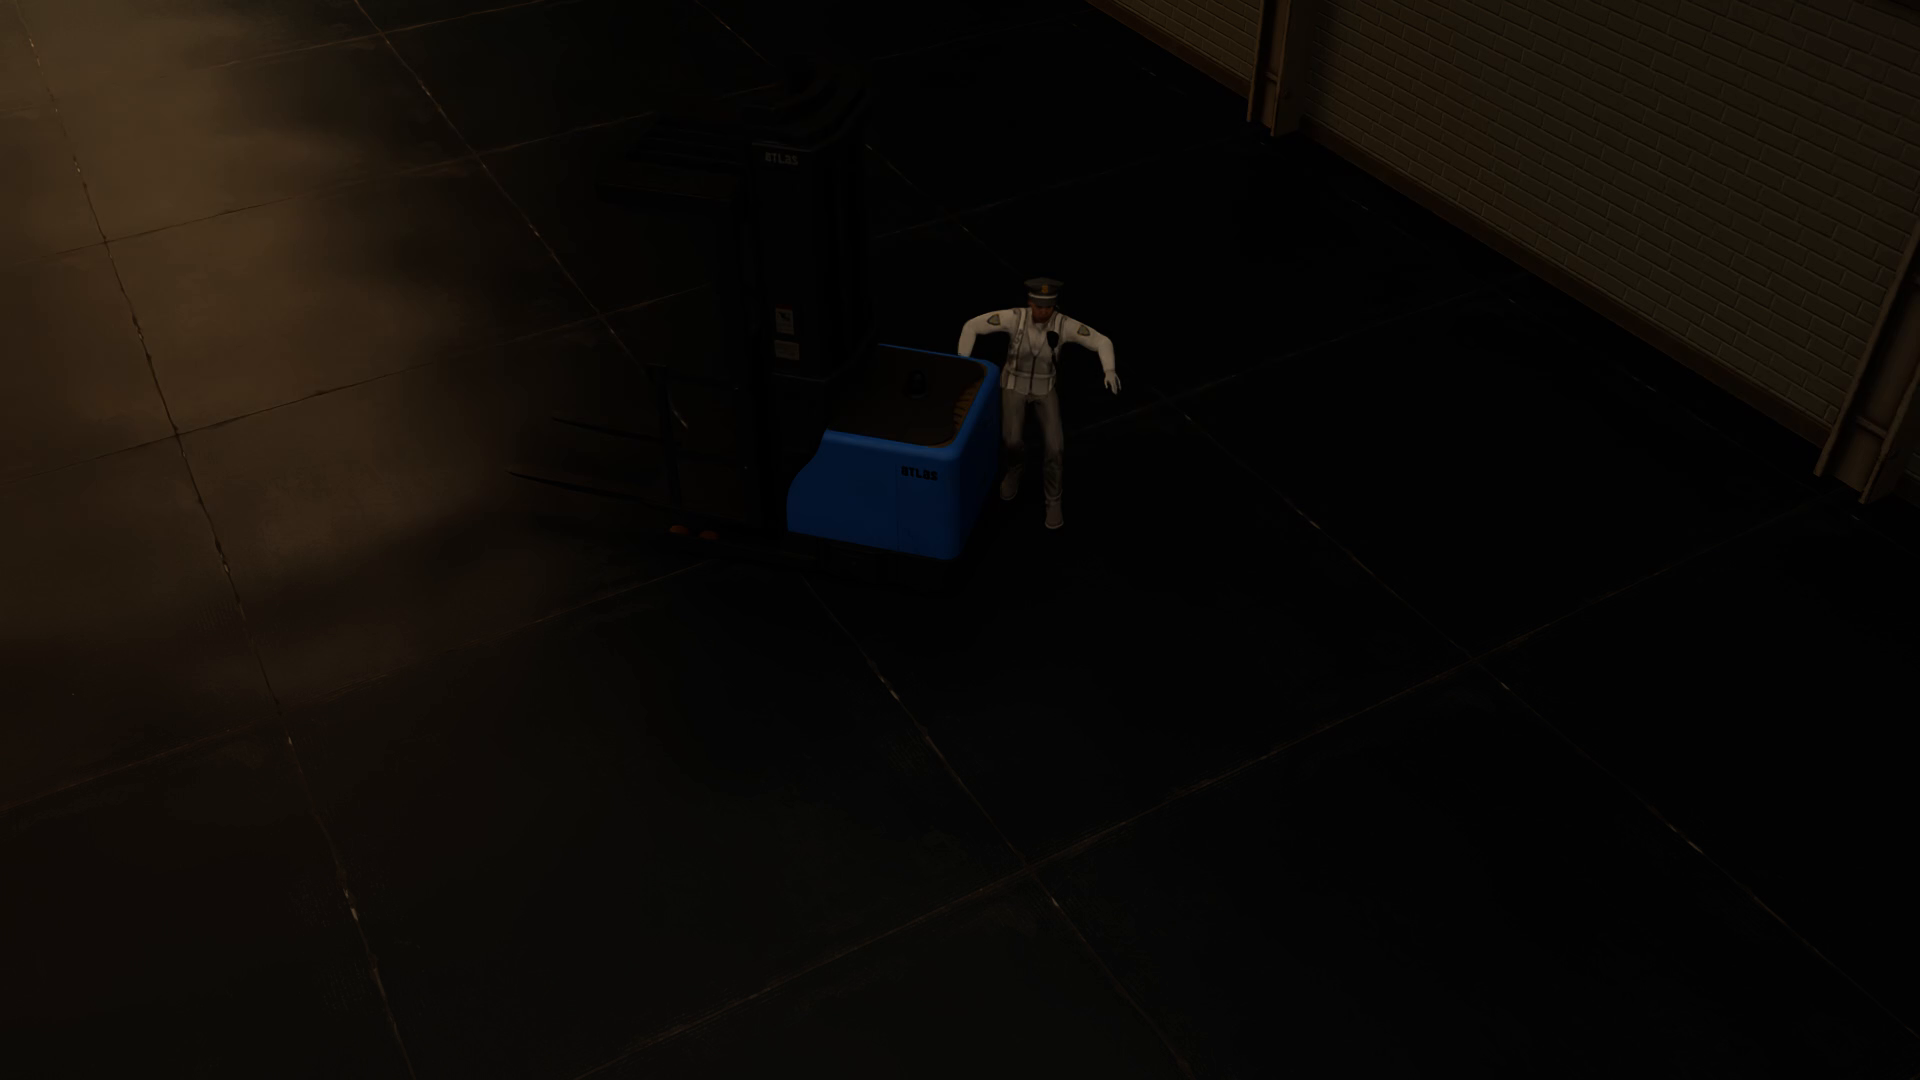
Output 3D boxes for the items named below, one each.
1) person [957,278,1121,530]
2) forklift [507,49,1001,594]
[{"bbox_3d":[0.443,-0.848,10.198,1.009,1.463,0.786,-3,40,-3],"label":"person"},{"bbox_3d":[-1.321,-1.334,9.645,3.031,2.935,1.130,10,41,12],"label":"forklift"}]
